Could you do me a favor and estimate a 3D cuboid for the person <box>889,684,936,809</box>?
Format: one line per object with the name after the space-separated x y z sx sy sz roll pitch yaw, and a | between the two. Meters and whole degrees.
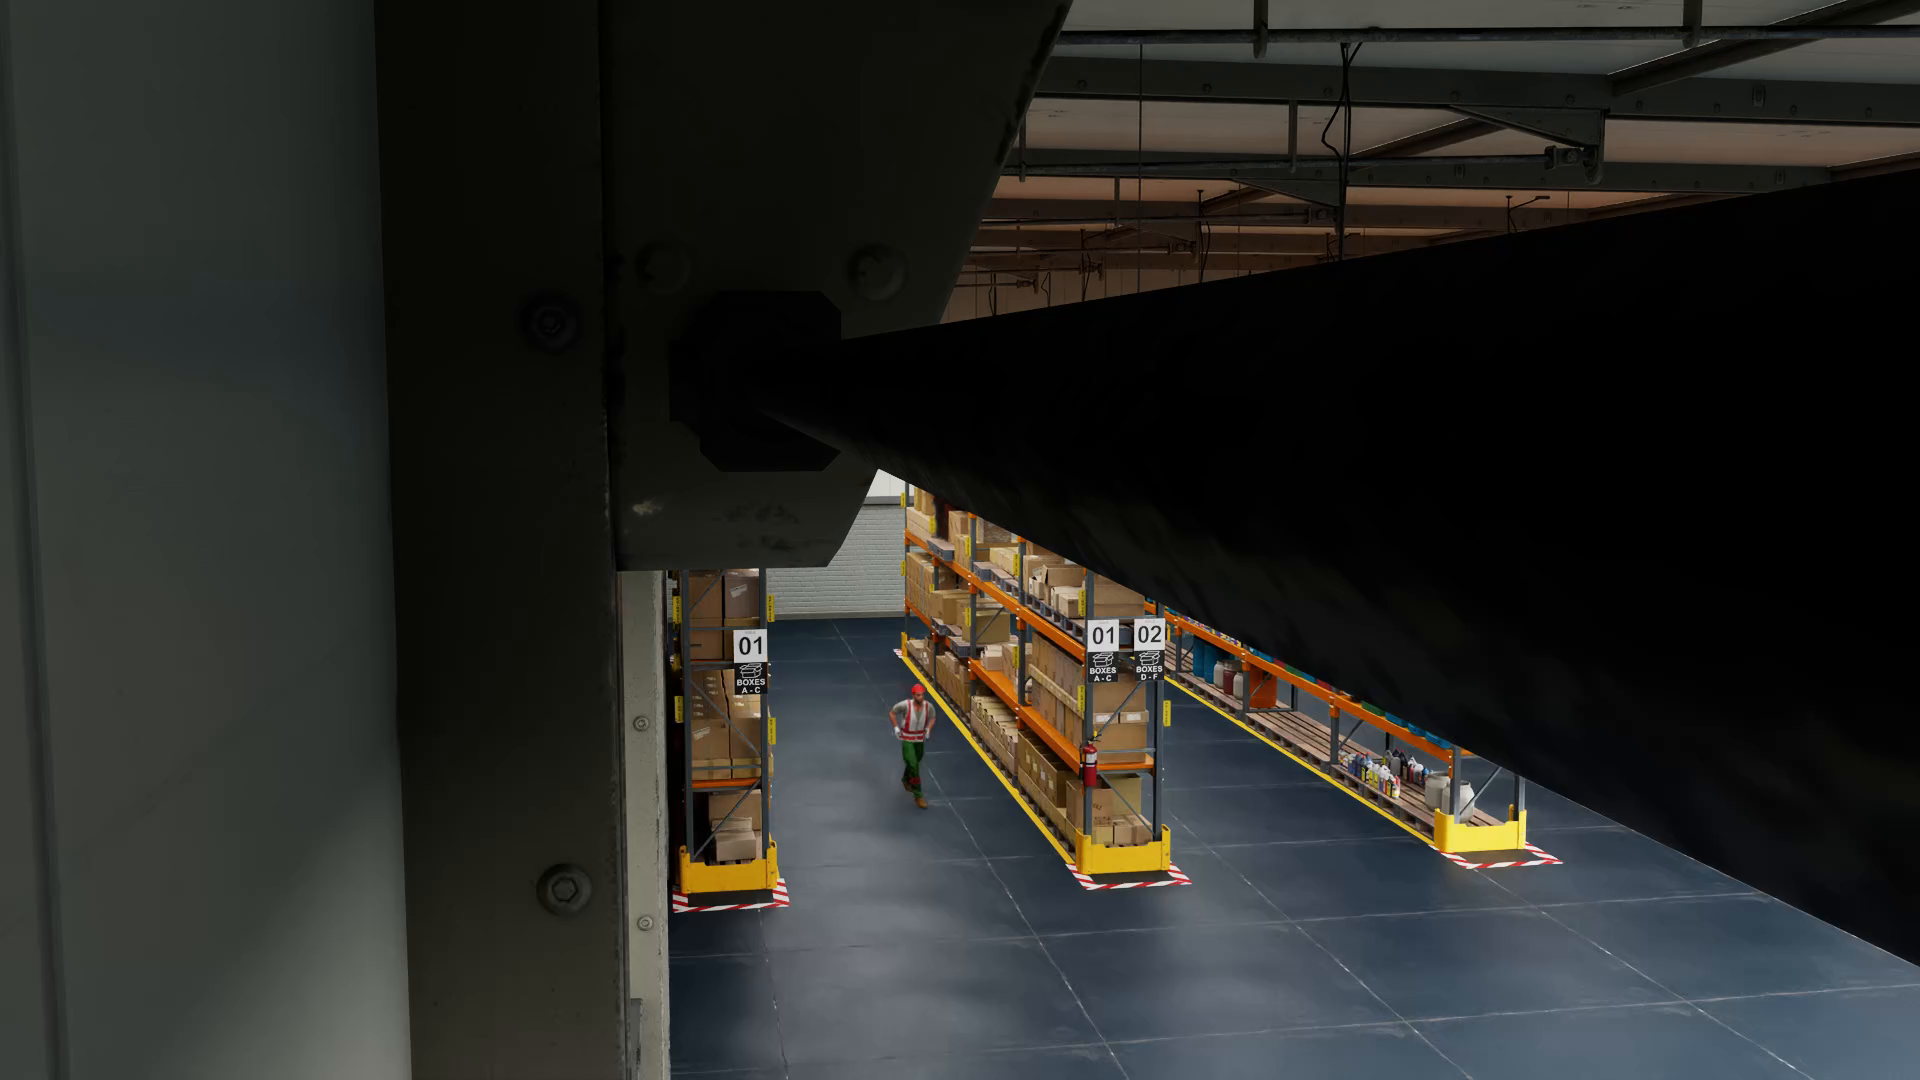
-0.686 2.938 24.269 0.672 1.778 1.018 -2 6 -19 | person
